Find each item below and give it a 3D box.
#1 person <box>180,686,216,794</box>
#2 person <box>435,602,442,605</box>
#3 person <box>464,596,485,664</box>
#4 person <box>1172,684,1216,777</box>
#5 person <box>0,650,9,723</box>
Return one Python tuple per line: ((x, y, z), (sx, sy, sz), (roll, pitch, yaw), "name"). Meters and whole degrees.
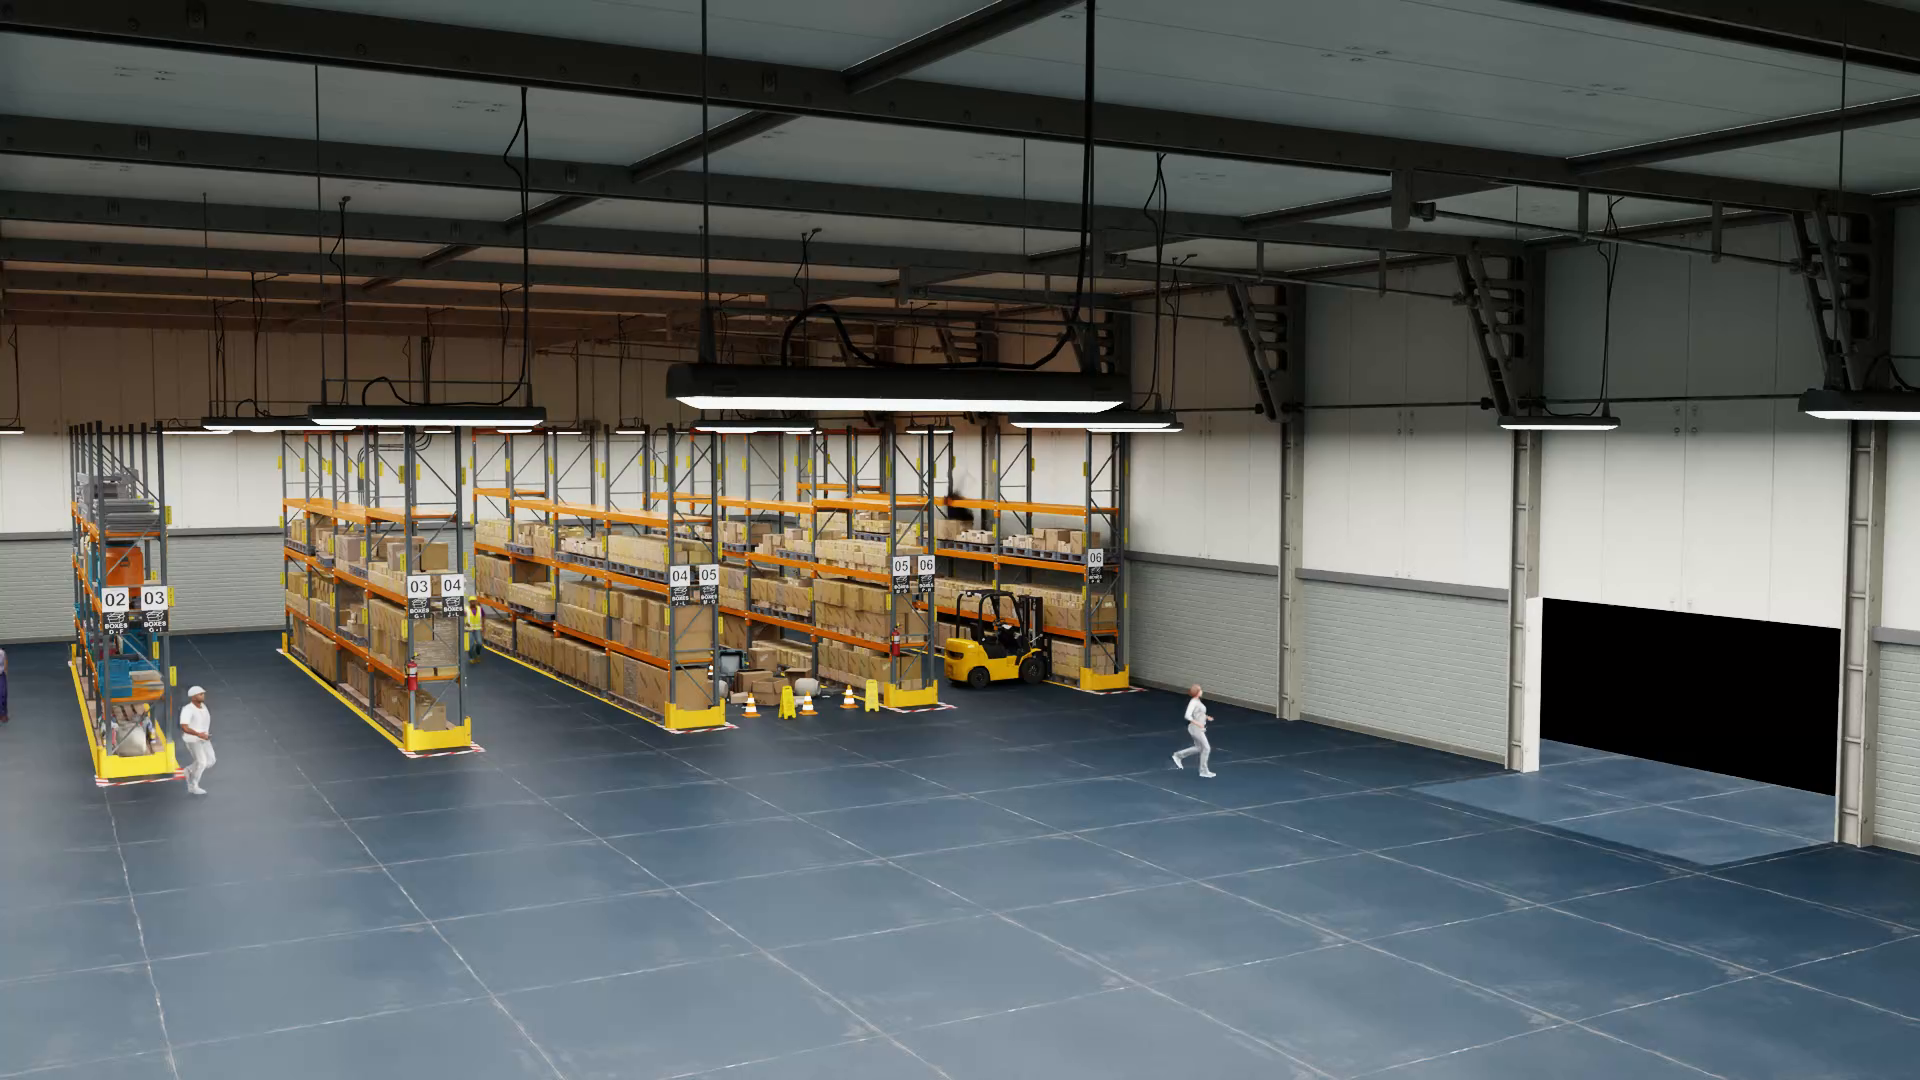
((-12.284, 3.208, 26.784), (0.606, 1.724, 0.742), (0, 4, 3), "person")
((-14.141, 2.072, 45.013), (0.677, 1.751, 0.652), (-2, 4, -29), "person")
((-12.219, 2.268, 41.757), (0.676, 1.739, 0.660), (-2, 4, -26), "person")
((3.944, 3.208, 27.997), (0.743, 1.561, 0.546), (1, 4, 11), "person")
((-19.462, 2.831, 33.506), (0.568, 1.654, 0.865), (-3, 5, -42), "person")
